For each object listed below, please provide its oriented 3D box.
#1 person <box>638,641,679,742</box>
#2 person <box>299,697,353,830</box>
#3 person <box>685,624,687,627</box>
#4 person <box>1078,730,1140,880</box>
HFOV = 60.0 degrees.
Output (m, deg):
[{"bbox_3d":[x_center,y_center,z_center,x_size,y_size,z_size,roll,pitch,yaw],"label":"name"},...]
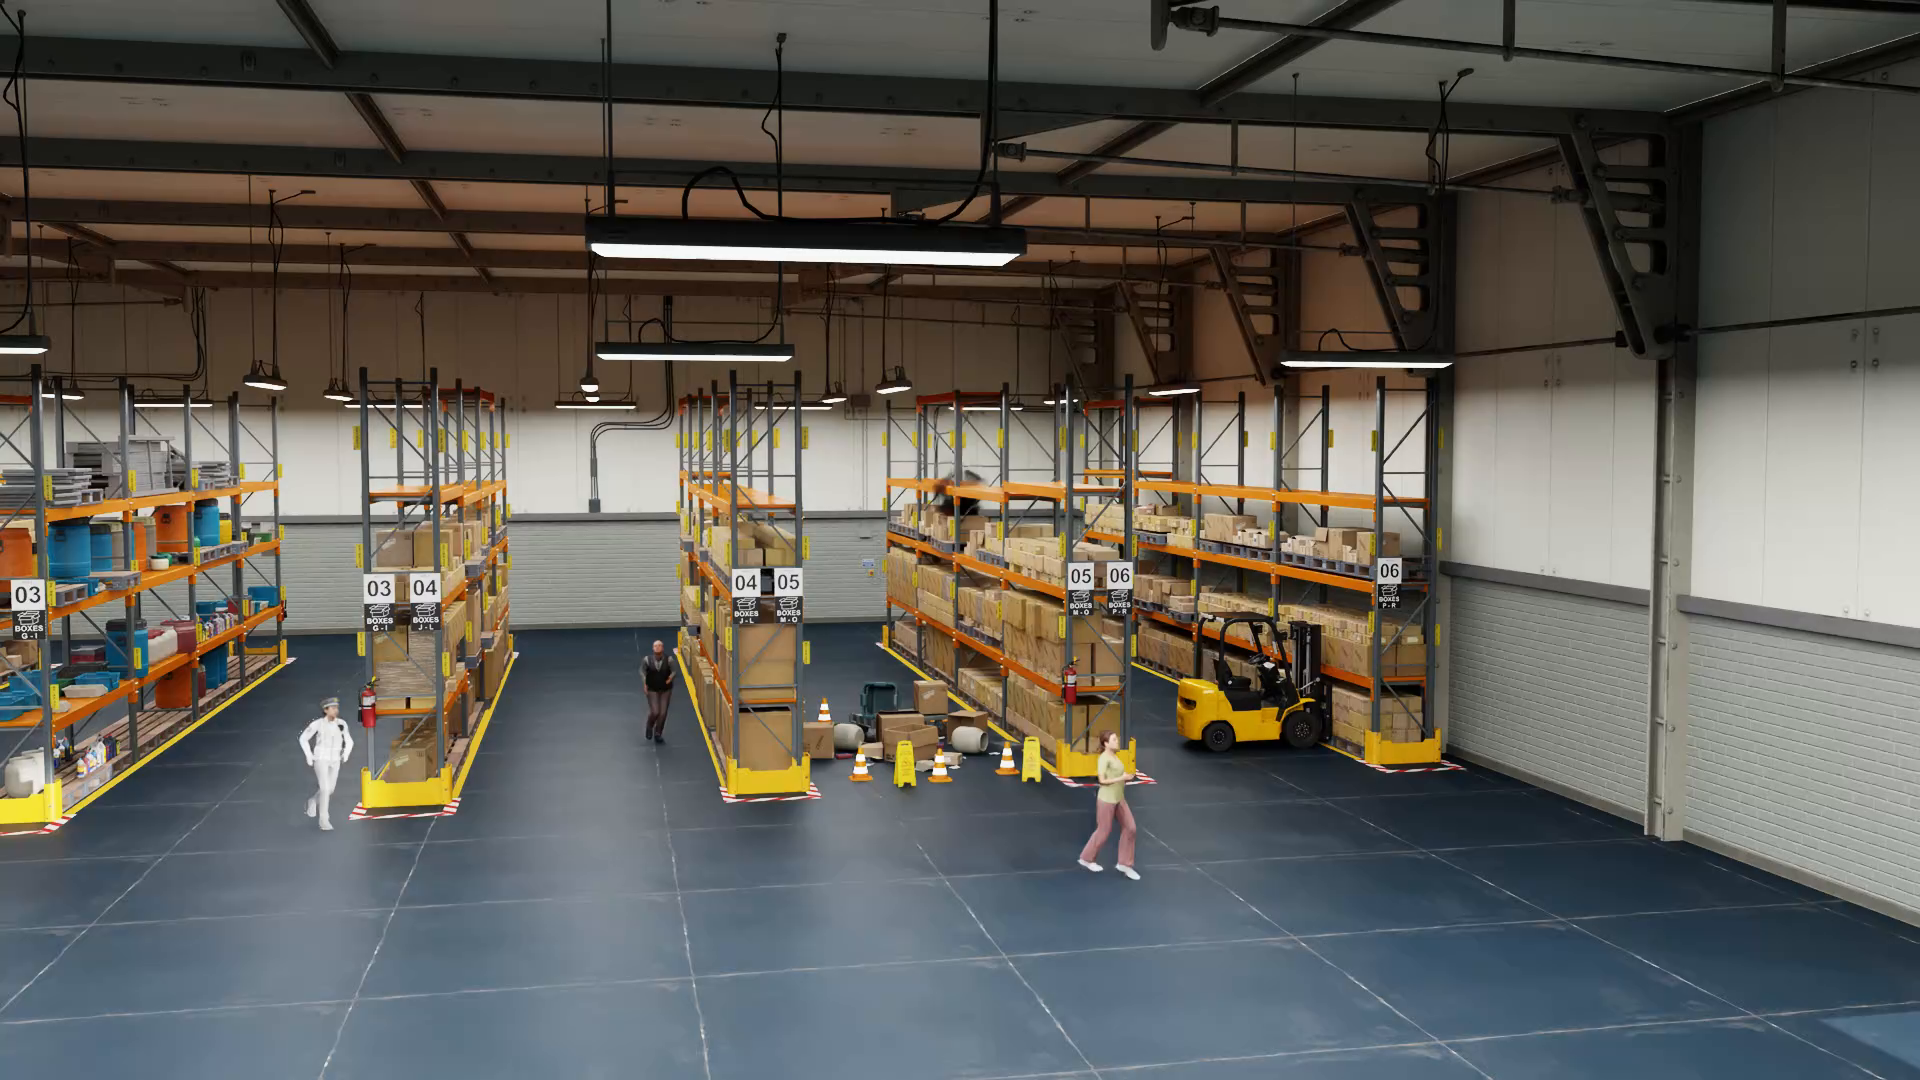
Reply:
[{"bbox_3d":[-4.979,2.514,27.561,0.644,1.690,0.593,-1,4,-16],"label":"person"},{"bbox_3d":[-8.263,2.893,21.727,0.655,1.677,0.683,-3,5,-45],"label":"person"},{"bbox_3d":[-6.399,1.783,40.498,0.657,1.665,0.596,0,3,-8],"label":"person"},{"bbox_3d":[1.706,3.023,19.055,0.728,1.710,0.562,2,4,30],"label":"person"}]
